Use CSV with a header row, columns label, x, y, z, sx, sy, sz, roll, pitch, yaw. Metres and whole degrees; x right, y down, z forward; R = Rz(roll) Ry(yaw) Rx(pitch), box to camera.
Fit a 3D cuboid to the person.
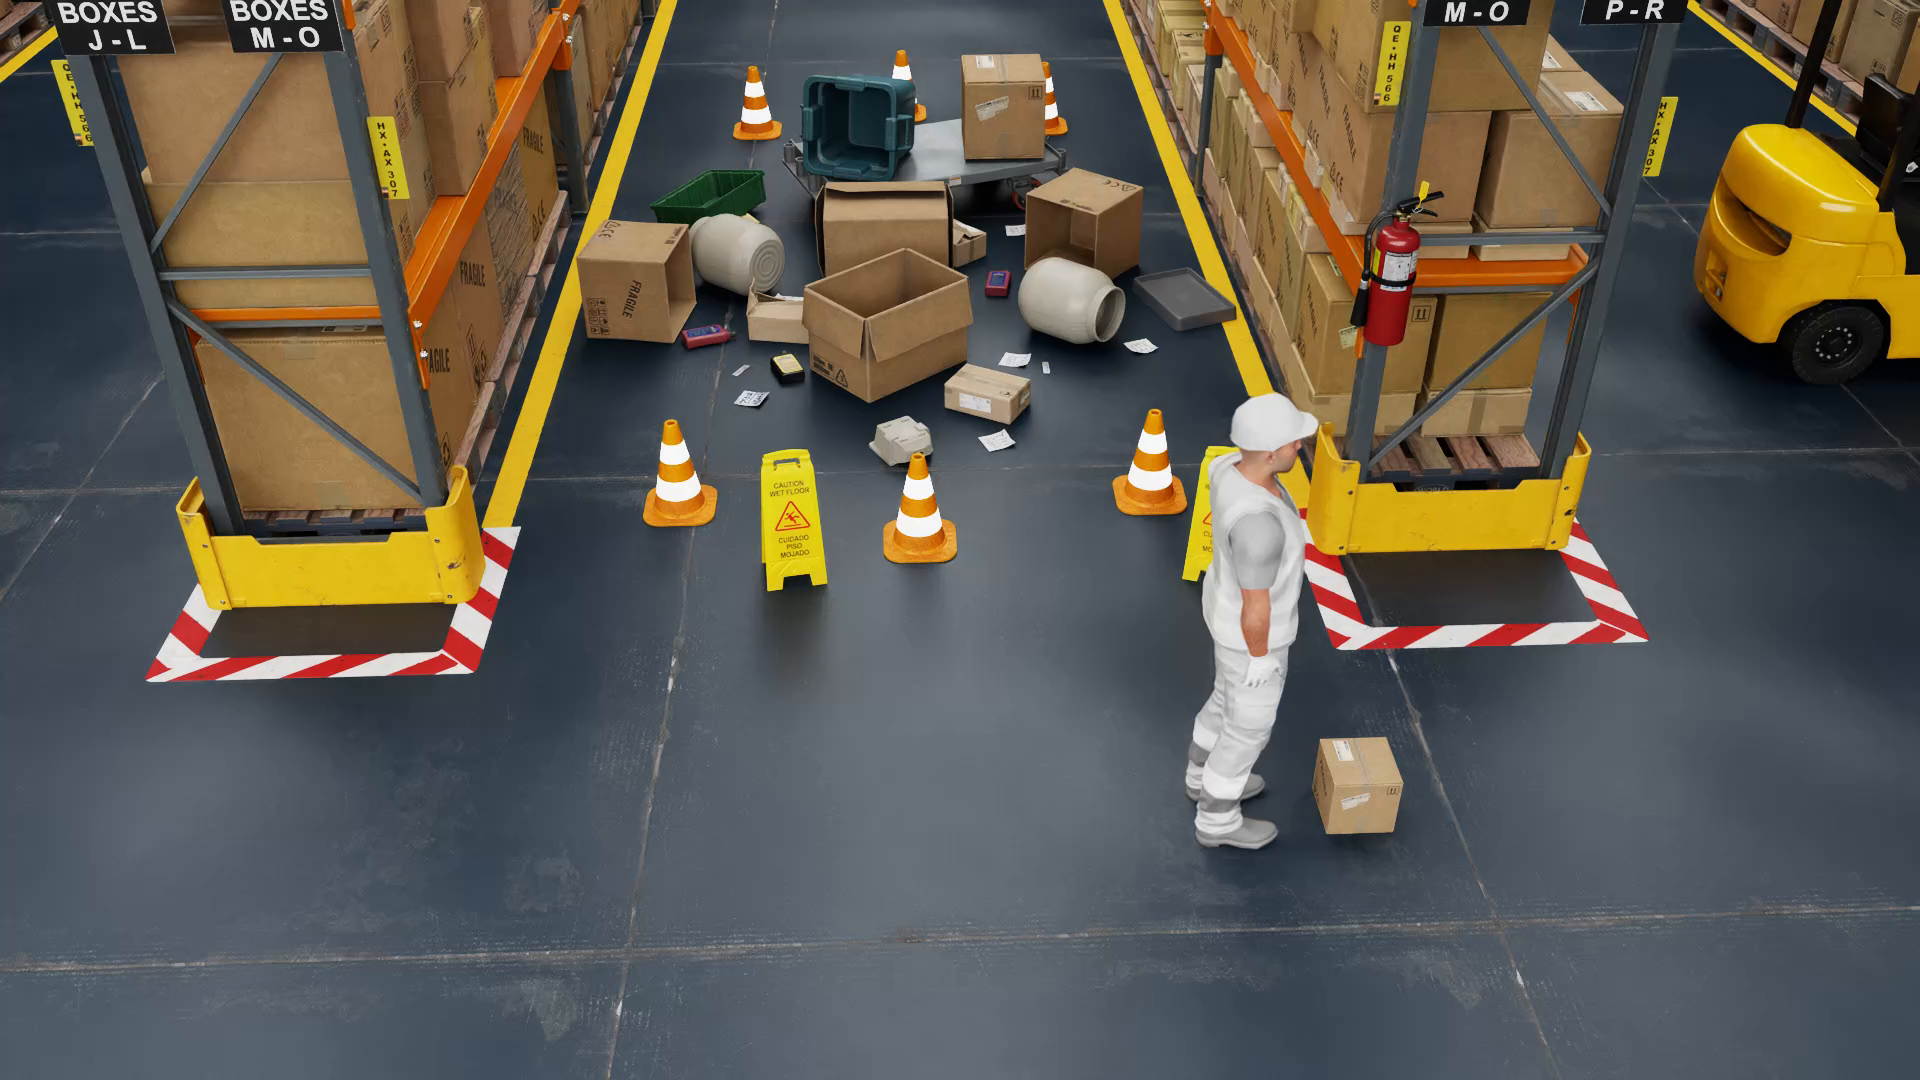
label,x,y,z,sx,sy,sz,roll,pitch,yaw
person,0.991,0.284,5.718,0.342,1.785,0.524,-1,35,-1
